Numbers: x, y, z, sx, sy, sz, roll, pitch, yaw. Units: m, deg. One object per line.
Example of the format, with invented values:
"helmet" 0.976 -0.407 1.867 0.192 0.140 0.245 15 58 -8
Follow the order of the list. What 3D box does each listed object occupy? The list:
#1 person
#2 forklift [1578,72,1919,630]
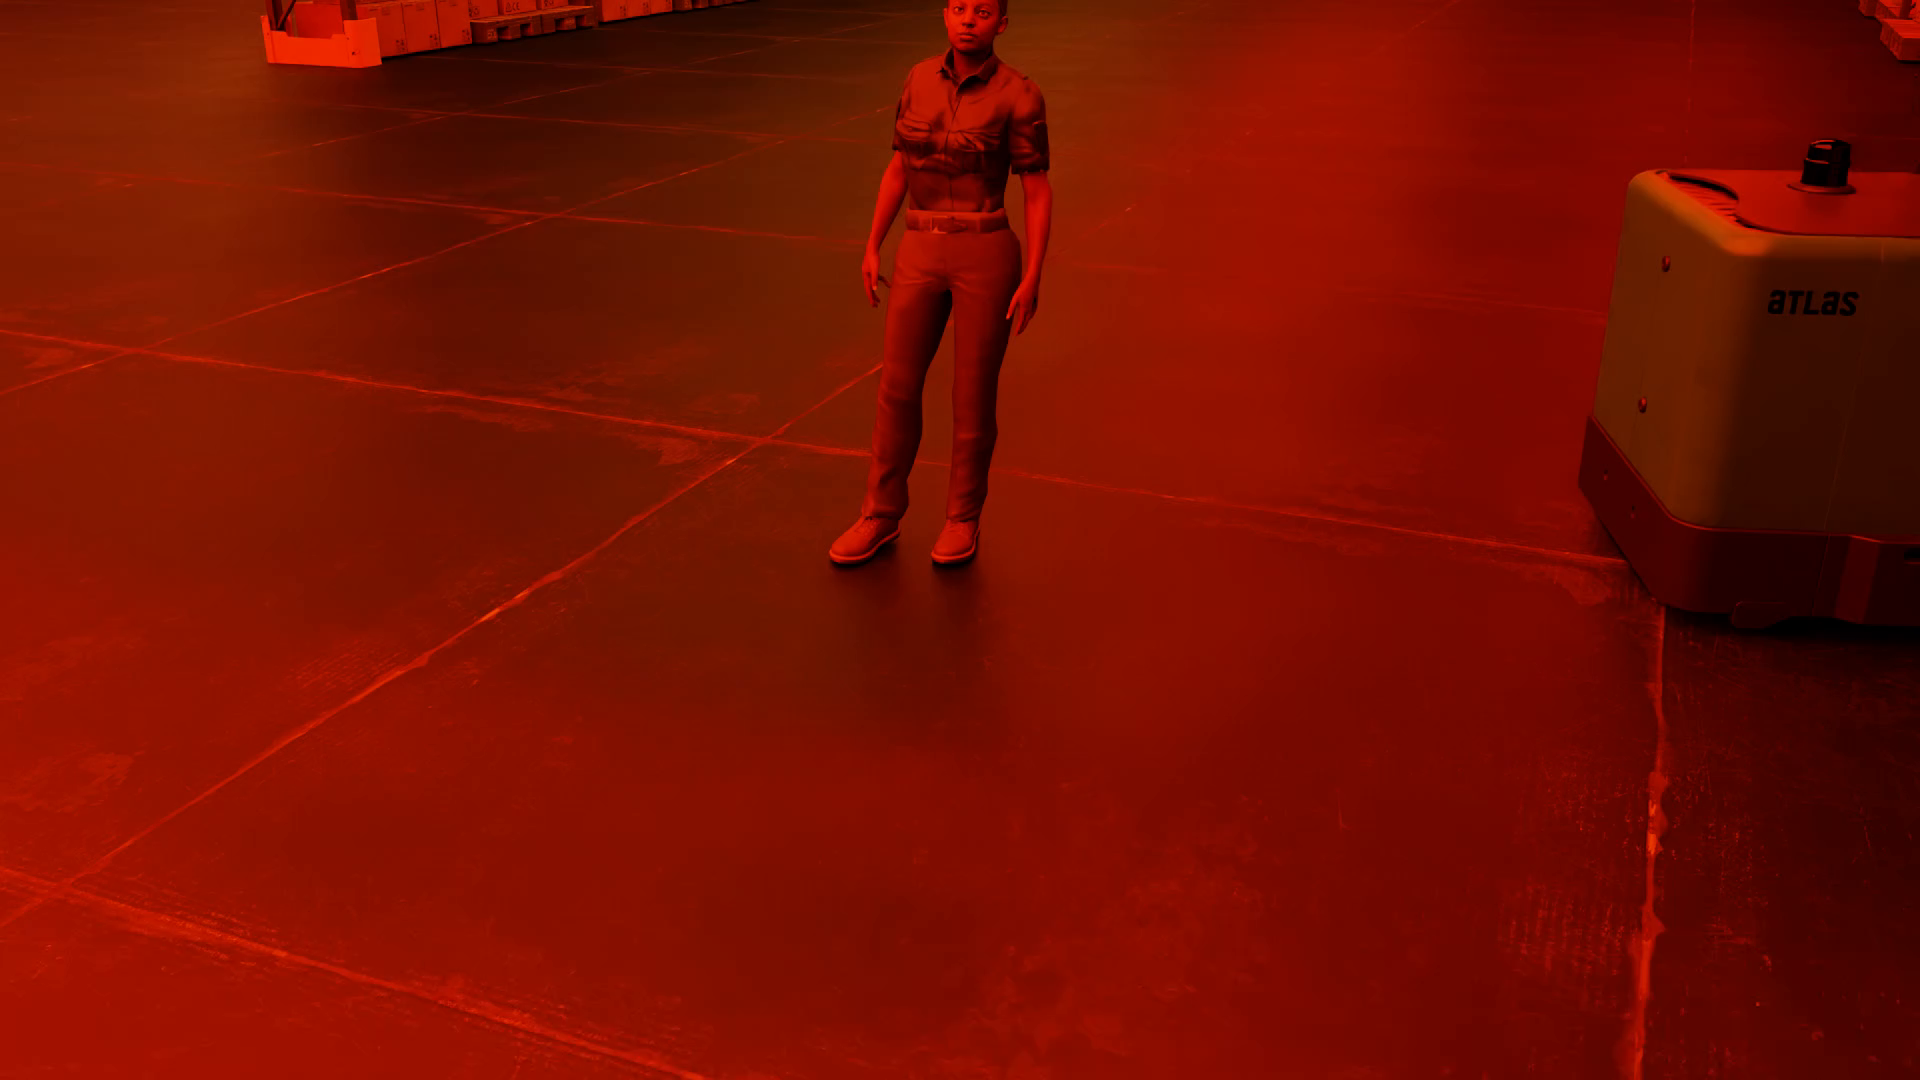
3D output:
"person" -0.052 -0.741 4.704 0.570 1.654 0.504 9 24 21
"forklift" 3.441 -1.236 4.251 3.031 2.935 1.130 2 23 5
